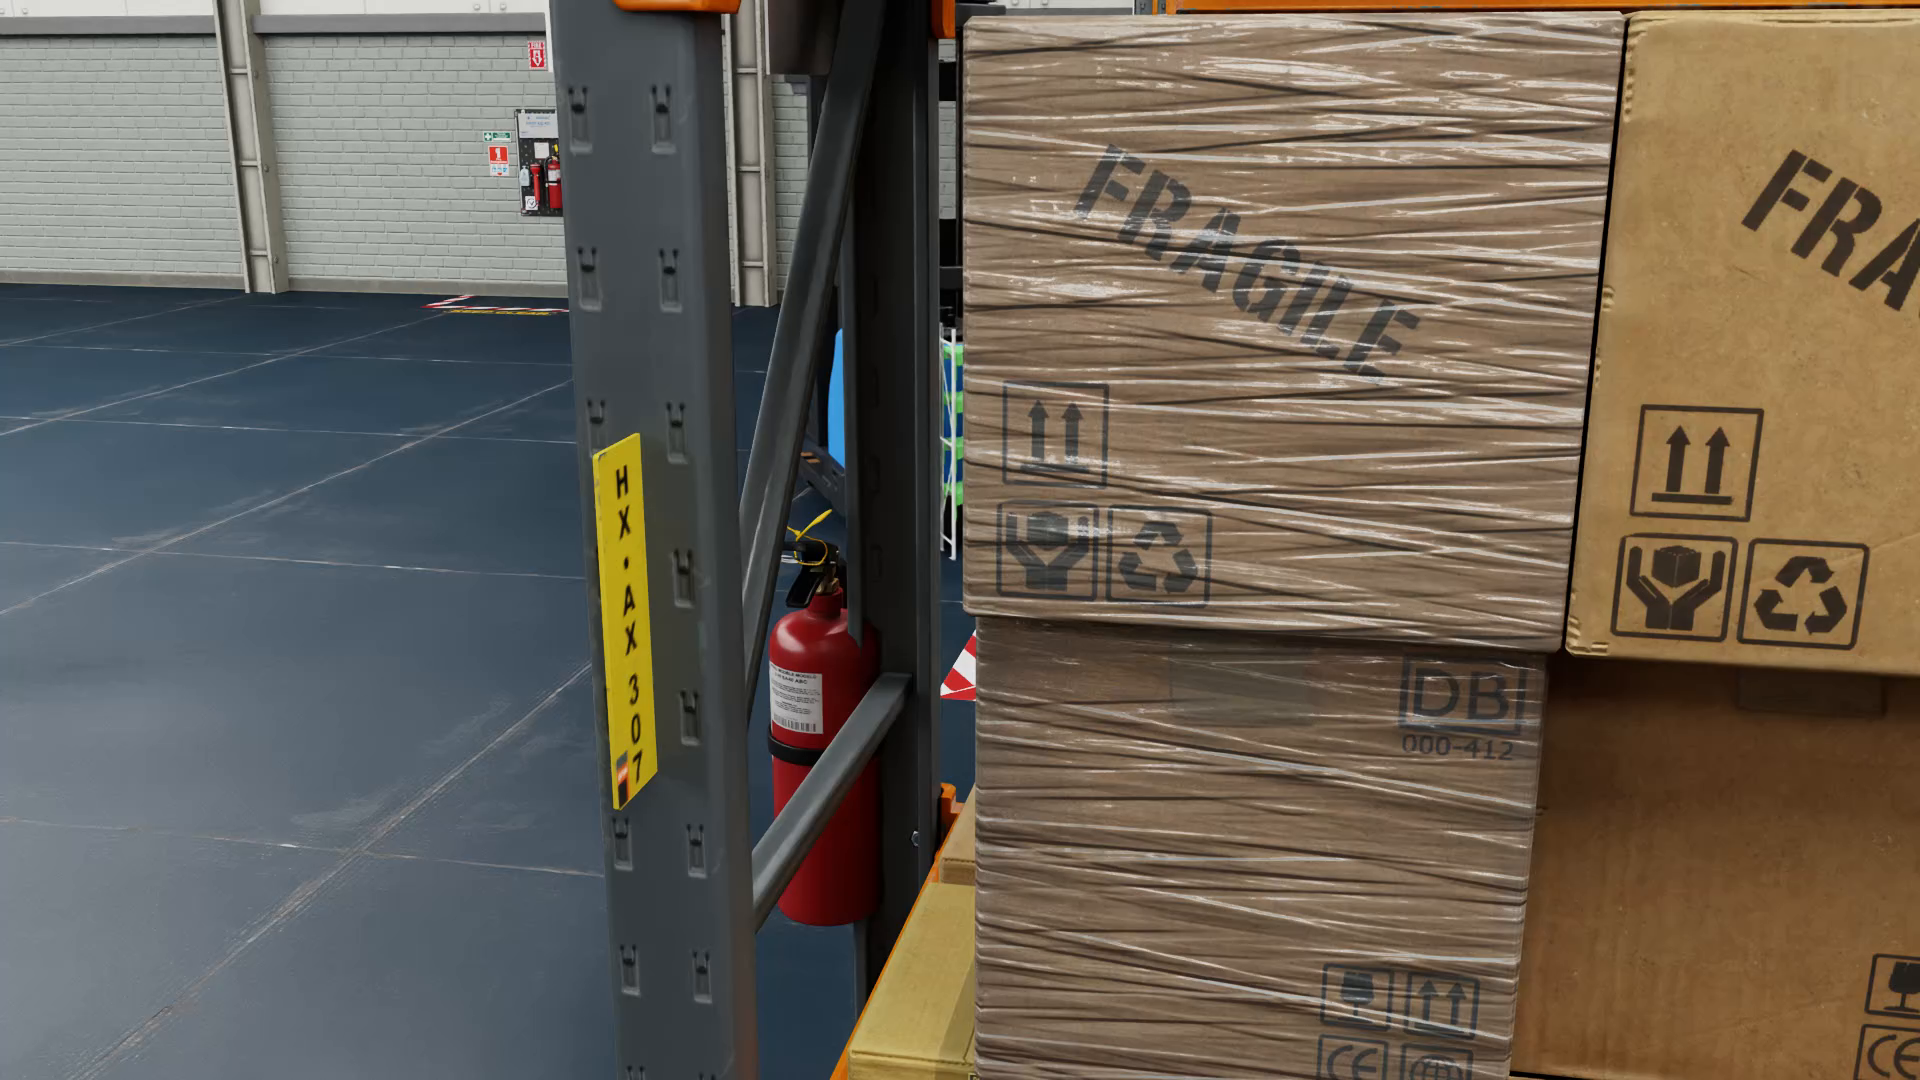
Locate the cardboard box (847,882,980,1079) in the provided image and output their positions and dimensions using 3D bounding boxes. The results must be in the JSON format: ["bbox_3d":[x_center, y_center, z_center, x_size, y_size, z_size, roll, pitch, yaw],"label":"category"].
[{"bbox_3d":[0.043,0.547,1.870,0.250,0.149,0.380,3,16,11],"label":"cardboard box"}]

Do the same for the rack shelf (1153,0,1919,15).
[{"bbox_3d":[2.758,-1.940,6.105,4.000,0.370,1.077,3,16,11],"label":"rack shelf"}]

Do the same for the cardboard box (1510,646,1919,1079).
[{"bbox_3d":[0.859,0.188,1.949,0.500,0.500,0.875,3,16,11],"label":"cardboard box"}]

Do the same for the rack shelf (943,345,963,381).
[{"bbox_3d":[0.169,-0.920,8.506,0.480,0.148,0.258,-5,16,-17],"label":"rack shelf"}]

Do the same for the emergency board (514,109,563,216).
[{"bbox_3d":[-4.663,-4.189,18.495,0.643,1.169,0.194,3,16,11],"label":"emergency board"}]

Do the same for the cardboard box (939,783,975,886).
[{"bbox_3d":[0.132,0.430,2.290,0.250,0.149,0.380,3,16,11],"label":"cardboard box"}]

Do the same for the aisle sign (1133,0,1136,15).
[{"bbox_3d":[0.669,-2.128,6.184,0.004,0.787,0.394,3,16,11],"label":"aisle sign"}]

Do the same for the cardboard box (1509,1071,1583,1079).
[{"bbox_3d":[0.526,0.582,1.742,0.250,0.149,0.380,3,16,11],"label":"cardboard box"}]

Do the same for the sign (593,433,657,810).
[{"bbox_3d":[-0.297,0.073,1.488,0.005,0.325,0.100,3,16,11],"label":"sign"}]

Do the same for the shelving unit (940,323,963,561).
[{"bbox_3d":[0.169,-0.519,8.617,0.503,1.200,0.258,-5,16,-17],"label":"shelving unit"}]

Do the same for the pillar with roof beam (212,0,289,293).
[{"bbox_3d":[-8.986,-6.132,14.271,0.400,9.000,9.100,3,16,11],"label":"pillar with roof beam"}]

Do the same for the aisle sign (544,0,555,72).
[{"bbox_3d":[-0.309,-0.830,1.498,0.004,0.787,0.394,3,16,11],"label":"aisle sign"}]

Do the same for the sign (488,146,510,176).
[{"bbox_3d":[-5.184,-4.263,18.694,0.234,0.329,0.001,3,16,11],"label":"sign"}]

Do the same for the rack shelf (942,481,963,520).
[{"bbox_3d":[0.169,-0.226,8.699,0.480,0.148,0.258,-5,16,-17],"label":"rack shelf"}]

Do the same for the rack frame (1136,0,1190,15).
[{"bbox_3d":[0.798,-0.948,6.794,0.127,3.000,1.000,3,16,11],"label":"rack frame"}]

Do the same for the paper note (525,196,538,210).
[{"bbox_3d":[-4.823,-3.792,18.712,0.142,0.148,0.016,3,16,11],"label":"paper note"}]

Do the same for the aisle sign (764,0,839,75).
[{"bbox_3d":[-0.190,-0.987,2.065,0.004,0.787,0.394,3,16,11],"label":"aisle sign"}]

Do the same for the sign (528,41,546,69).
[{"bbox_3d":[-4.651,-5.333,18.281,0.199,0.298,0.001,3,16,11],"label":"sign"}]

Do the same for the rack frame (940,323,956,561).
[{"bbox_3d":[-0.064,-0.500,8.548,0.015,1.200,0.240,-5,16,-17],"label":"rack frame"}]

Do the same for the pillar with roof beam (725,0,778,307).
[{"bbox_3d":[-3.107,-5.812,13.118,0.400,9.000,9.100,3,16,11],"label":"pillar with roof beam"}]

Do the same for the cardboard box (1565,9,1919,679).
[{"bbox_3d":[0.784,-0.196,1.464,0.500,0.500,0.500,3,16,11],"label":"cardboard box"}]

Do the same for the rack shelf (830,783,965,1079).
[{"bbox_3d":[1.771,0.801,1.828,4.000,0.370,1.077,3,16,11],"label":"rack shelf"}]

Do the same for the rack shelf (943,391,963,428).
[{"bbox_3d":[0.169,-0.689,8.570,0.480,0.148,0.258,-5,16,-17],"label":"rack shelf"}]

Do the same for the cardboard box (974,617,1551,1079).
[{"bbox_3d":[0.345,0.193,1.932,0.500,0.500,0.875,3,16,11],"label":"cardboard box"}]

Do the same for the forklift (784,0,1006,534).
[{"bbox_3d":[-0.402,-1.770,9.890,1.130,2.935,3.031,-5,16,-16],"label":"forklift"}]

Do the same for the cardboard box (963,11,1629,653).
[{"bbox_3d":[0.296,-0.225,1.567,0.500,0.500,0.500,3,16,11],"label":"cardboard box"}]

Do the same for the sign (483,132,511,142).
[{"bbox_3d":[-5.182,-4.515,18.614,0.331,0.109,0.001,3,16,11],"label":"sign"}]

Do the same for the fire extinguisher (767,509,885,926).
[{"bbox_3d":[-0.209,0.259,2.584,0.183,0.674,0.296,3,16,11],"label":"fire extinguisher"}]

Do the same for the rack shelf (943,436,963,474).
[{"bbox_3d":[0.169,-0.457,8.635,0.480,0.148,0.258,-5,16,-17],"label":"rack shelf"}]

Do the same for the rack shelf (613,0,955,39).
[{"bbox_3d":[1.771,-0.644,1.428,4.000,0.370,1.077,3,16,11],"label":"rack shelf"}]
